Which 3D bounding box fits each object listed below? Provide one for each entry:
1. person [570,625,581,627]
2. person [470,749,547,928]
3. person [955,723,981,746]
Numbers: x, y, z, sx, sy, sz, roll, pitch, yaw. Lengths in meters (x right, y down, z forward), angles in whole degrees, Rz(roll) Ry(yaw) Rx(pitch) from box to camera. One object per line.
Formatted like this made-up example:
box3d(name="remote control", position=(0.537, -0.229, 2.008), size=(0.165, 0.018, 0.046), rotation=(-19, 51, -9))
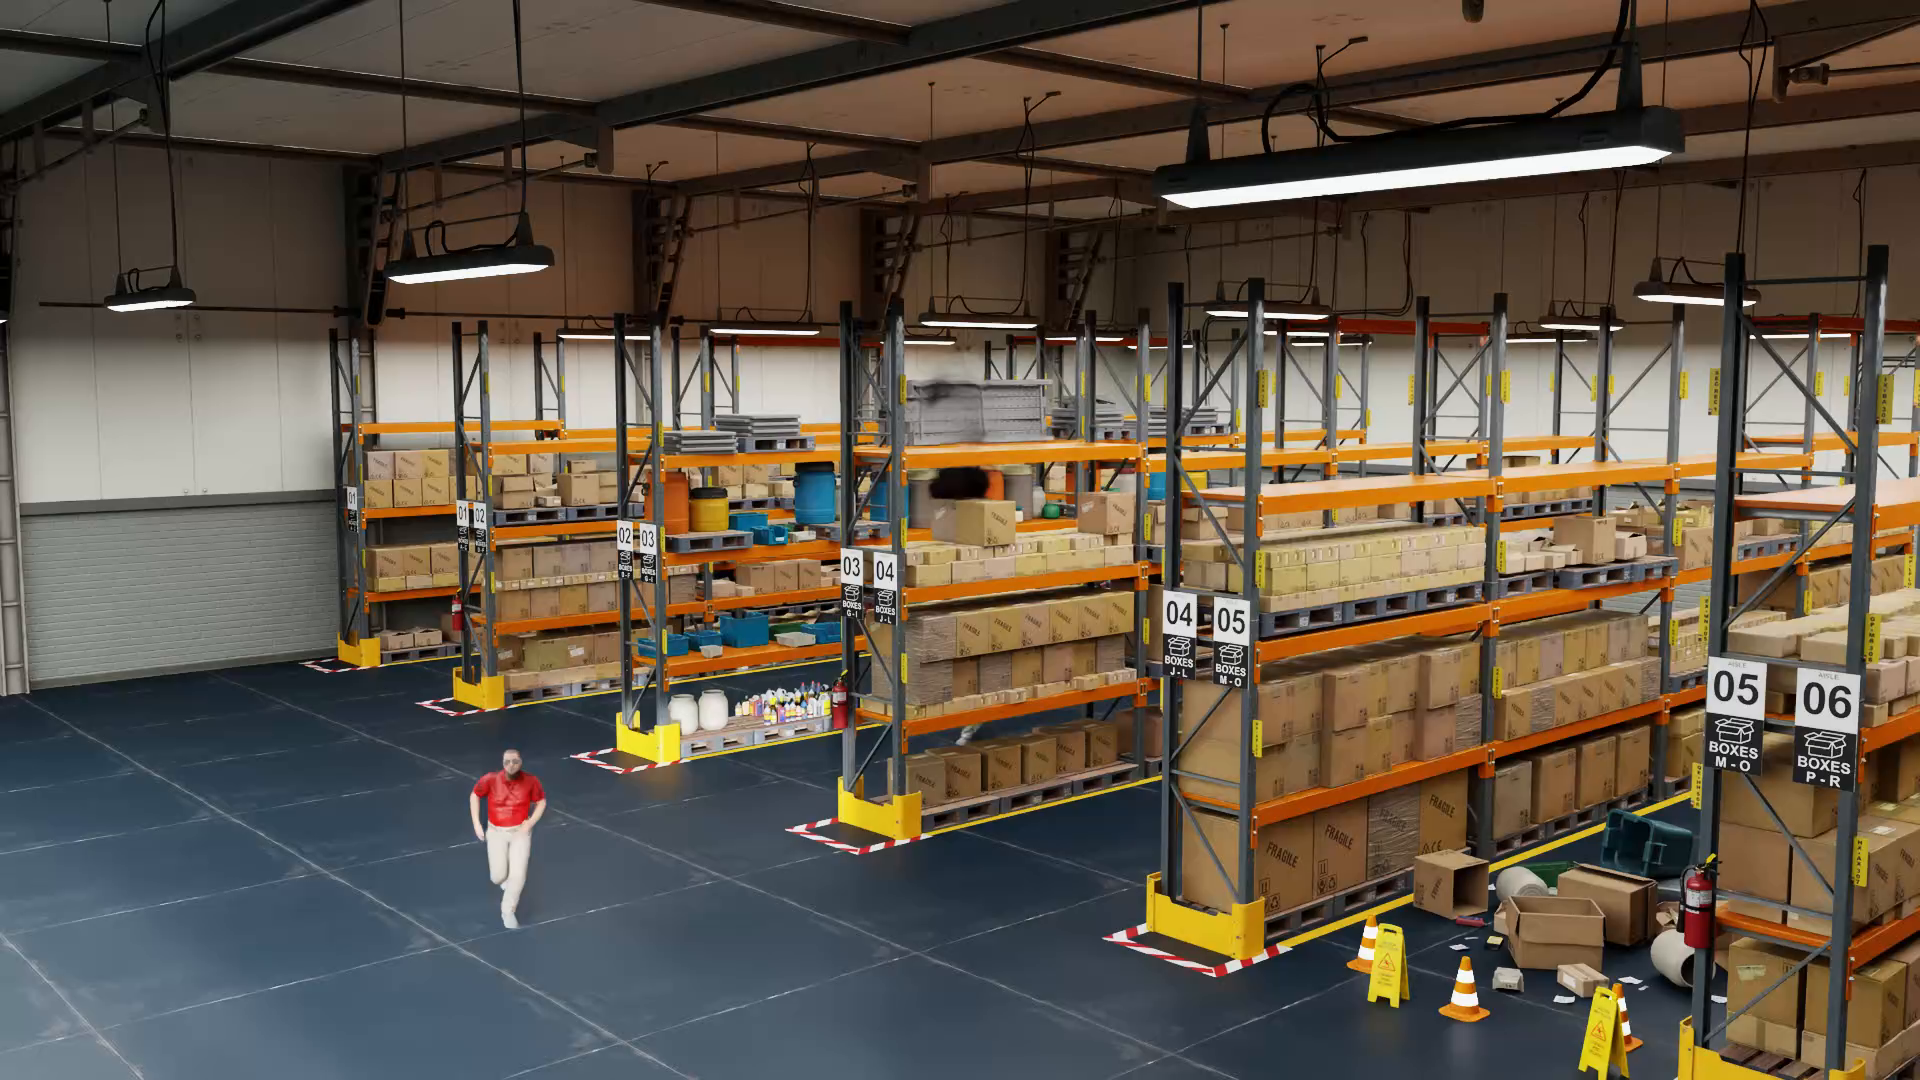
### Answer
box3d(name="person", position=(-6.683, 1.402, 29.213), size=(0.712, 1.776, 0.955), rotation=(4, 7, 34))
box3d(name="person", position=(-4.280, 2.796, 15.799), size=(0.696, 1.692, 0.719), rotation=(-1, 6, -15))
box3d(name="person", position=(0.146, 1.946, 23.387), size=(0.703, 1.767, 0.943), rotation=(3, 6, 26))
